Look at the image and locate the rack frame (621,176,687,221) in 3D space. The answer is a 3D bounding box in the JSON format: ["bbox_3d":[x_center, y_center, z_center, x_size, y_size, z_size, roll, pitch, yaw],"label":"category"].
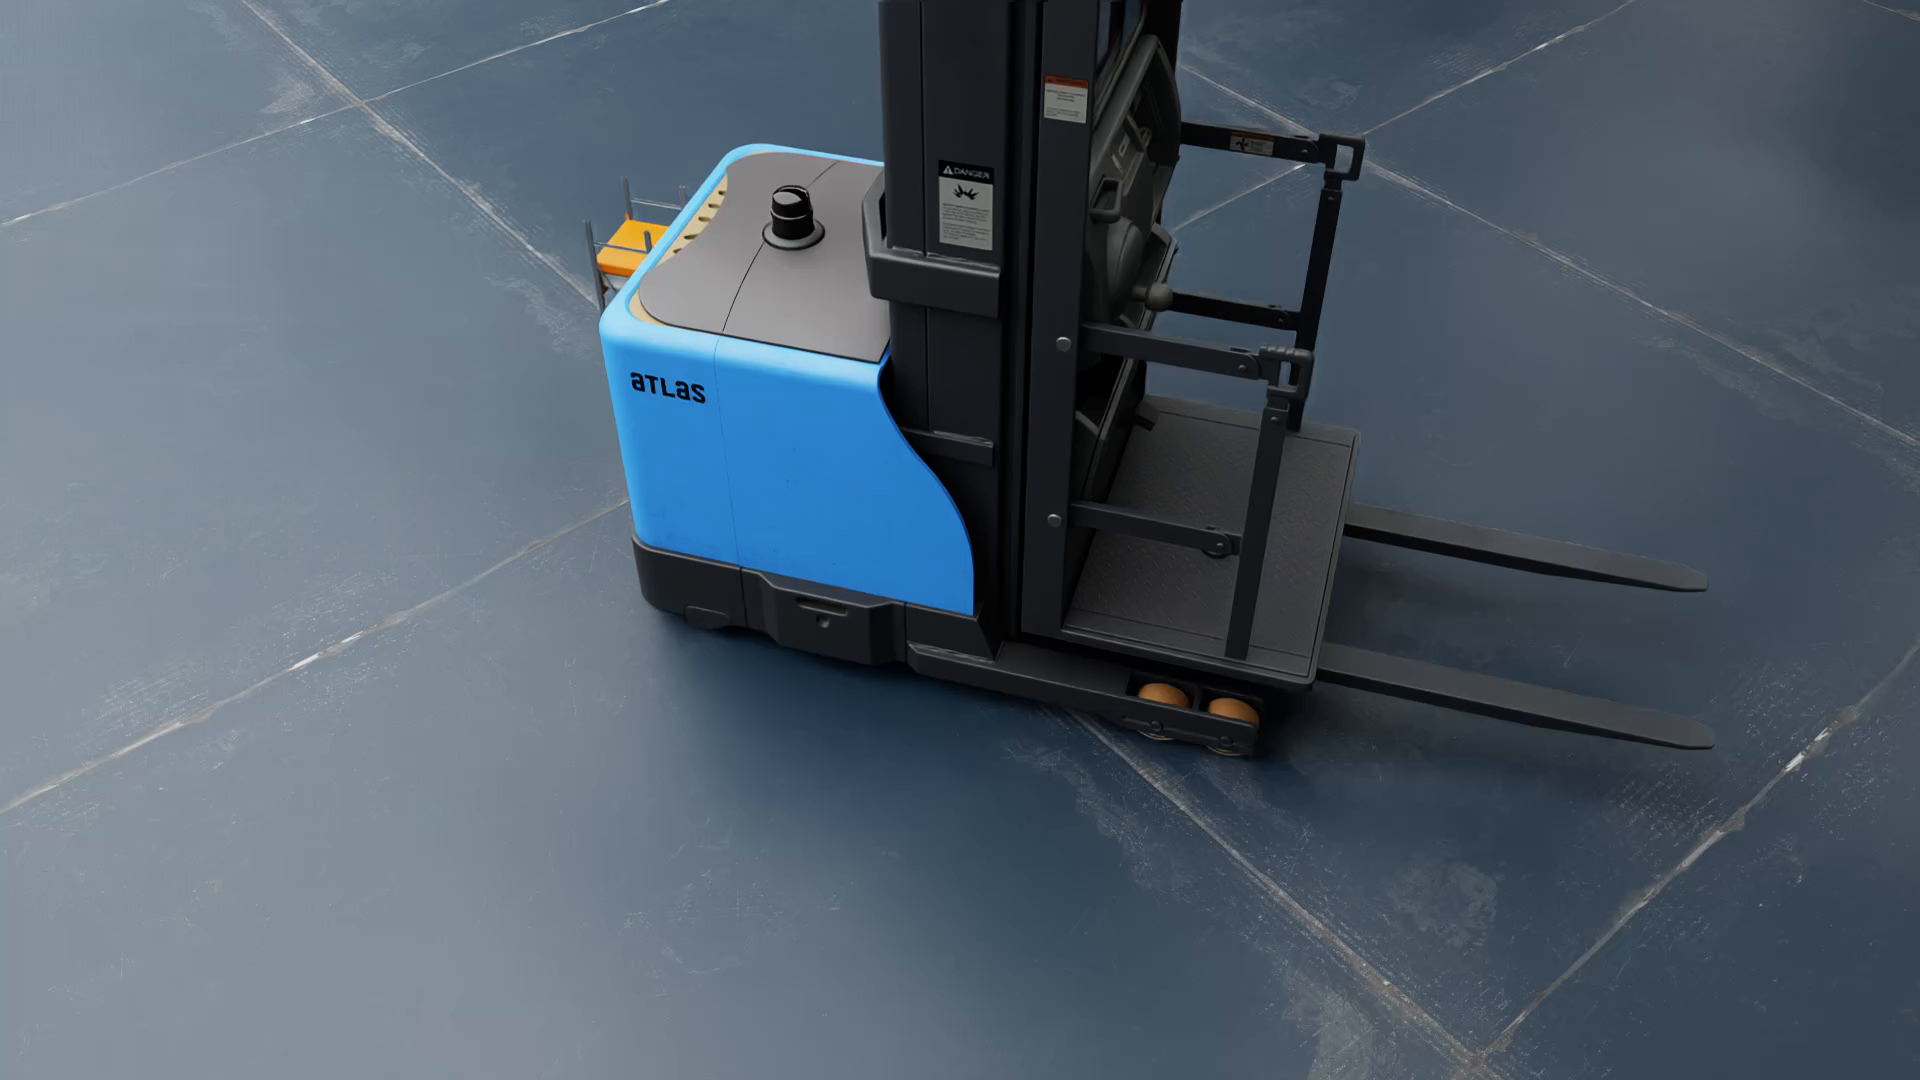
[{"bbox_3d":[-0.891,-0.656,5.181,0.200,1.050,0.008,12,44,12],"label":"rack frame"}]

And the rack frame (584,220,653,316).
[{"bbox_3d":[-0.960,-0.496,5.011,0.200,1.050,0.008,12,44,12],"label":"rack frame"}]

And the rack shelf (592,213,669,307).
[{"bbox_3d":[-0.925,-0.775,4.909,0.215,0.259,0.240,12,44,12],"label":"rack shelf"}]

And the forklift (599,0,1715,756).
[{"bbox_3d":[0.617,-0.879,4.045,3.031,2.935,1.130,12,44,12],"label":"forklift"}]

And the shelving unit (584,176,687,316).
[{"bbox_3d":[-0.925,-0.576,5.096,0.215,1.050,0.252,12,44,12],"label":"shelving unit"}]
